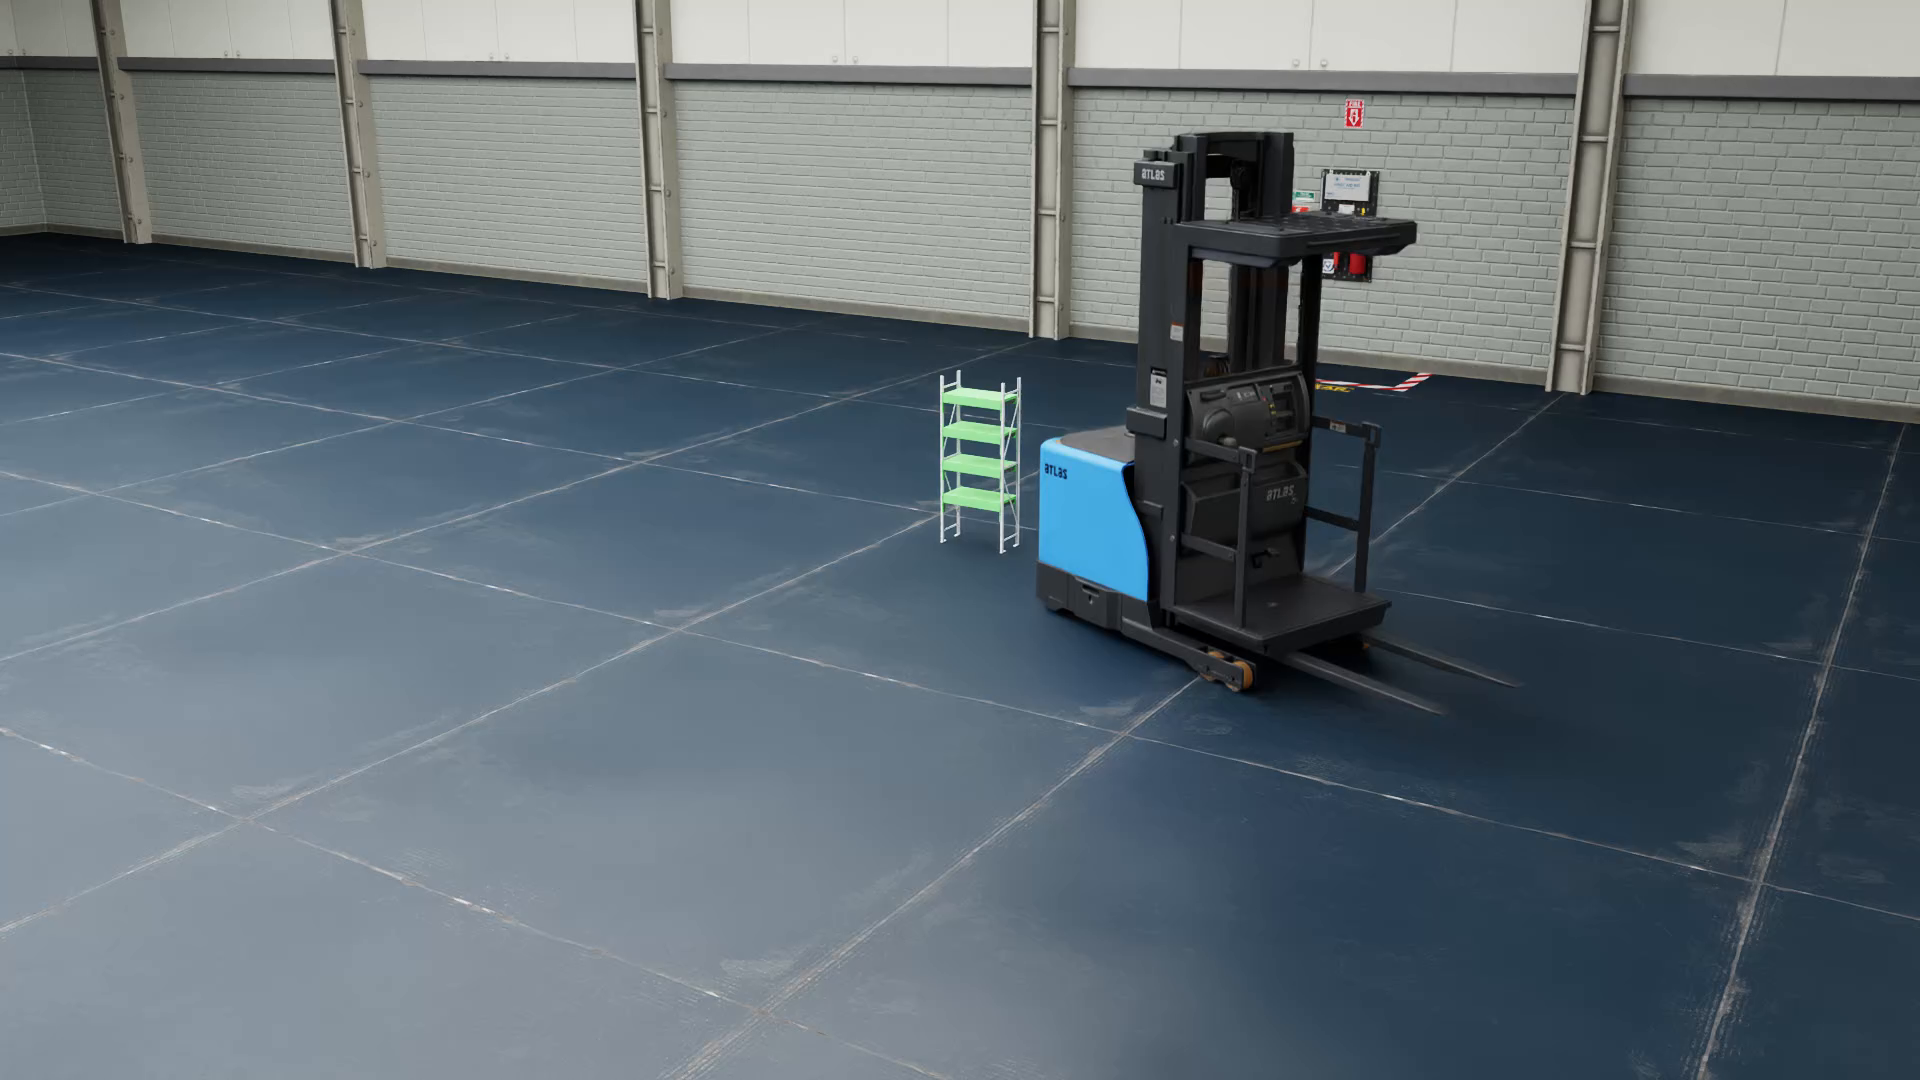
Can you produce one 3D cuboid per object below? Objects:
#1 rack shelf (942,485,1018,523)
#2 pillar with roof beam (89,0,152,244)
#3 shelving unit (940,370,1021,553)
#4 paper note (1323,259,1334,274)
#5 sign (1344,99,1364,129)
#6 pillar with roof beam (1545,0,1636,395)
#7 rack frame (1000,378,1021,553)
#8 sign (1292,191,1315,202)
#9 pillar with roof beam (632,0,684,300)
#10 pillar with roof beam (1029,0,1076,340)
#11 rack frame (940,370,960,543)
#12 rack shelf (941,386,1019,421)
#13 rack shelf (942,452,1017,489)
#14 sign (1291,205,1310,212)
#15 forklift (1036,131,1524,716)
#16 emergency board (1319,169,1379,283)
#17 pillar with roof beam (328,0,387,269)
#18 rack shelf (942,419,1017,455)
[{"bbox_3d":[0.141,-0.258,11.712,0.480,0.148,0.258,10,20,30],"label":"rack shelf"},{"bbox_3d":[-16.523,-8.410,24.083,0.400,9.000,9.100,10,20,30],"label":"pillar with roof beam"},{"bbox_3d":[0.141,-0.549,11.624,0.503,1.200,0.258,10,20,30],"label":"shelving unit"},{"bbox_3d":[3.981,-2.963,17.989,0.142,0.148,0.016,10,20,30],"label":"paper note"},{"bbox_3d":[4.141,-4.475,17.464,0.199,0.298,0.001,10,20,30],"label":"sign"},{"bbox_3d":[3.928,-4.759,12.065,0.400,9.000,9.100,10,20,30],"label":"pillar with roof beam"},{"bbox_3d":[0.349,-0.512,11.502,0.015,1.200,0.240,10,20,30],"label":"rack frame"},{"bbox_3d":[3.677,-3.717,17.985,0.331,0.109,0.001,10,20,30],"label":"sign"},{"bbox_3d":[-6.297,-6.584,18.074,0.400,9.000,9.100,10,20,30],"label":"pillar with roof beam"},{"bbox_3d":[-1.185,-5.672,15.070,0.400,9.000,9.100,10,20,30],"label":"pillar with roof beam"},{"bbox_3d":[-0.067,-0.586,11.746,0.015,1.200,0.240,10,20,30],"label":"rack frame"},{"bbox_3d":[0.141,-0.947,11.503,0.480,0.148,0.258,10,20,30],"label":"rack shelf"},{"bbox_3d":[0.141,-0.488,11.643,0.480,0.148,0.258,10,20,30],"label":"rack shelf"},{"bbox_3d":[3.678,-3.467,18.072,0.234,0.329,0.001,10,20,30],"label":"sign"},{"bbox_3d":[1.762,-0.731,9.244,1.130,2.935,3.031,-12,21,-35],"label":"forklift"},{"bbox_3d":[4.095,-3.340,17.716,0.643,1.169,0.194,10,20,30],"label":"emergency board"},{"bbox_3d":[-11.410,-7.497,21.079,0.400,9.000,9.100,10,20,30],"label":"pillar with roof beam"},{"bbox_3d":[0.141,-0.717,11.573,0.480,0.148,0.258,10,20,30],"label":"rack shelf"}]
